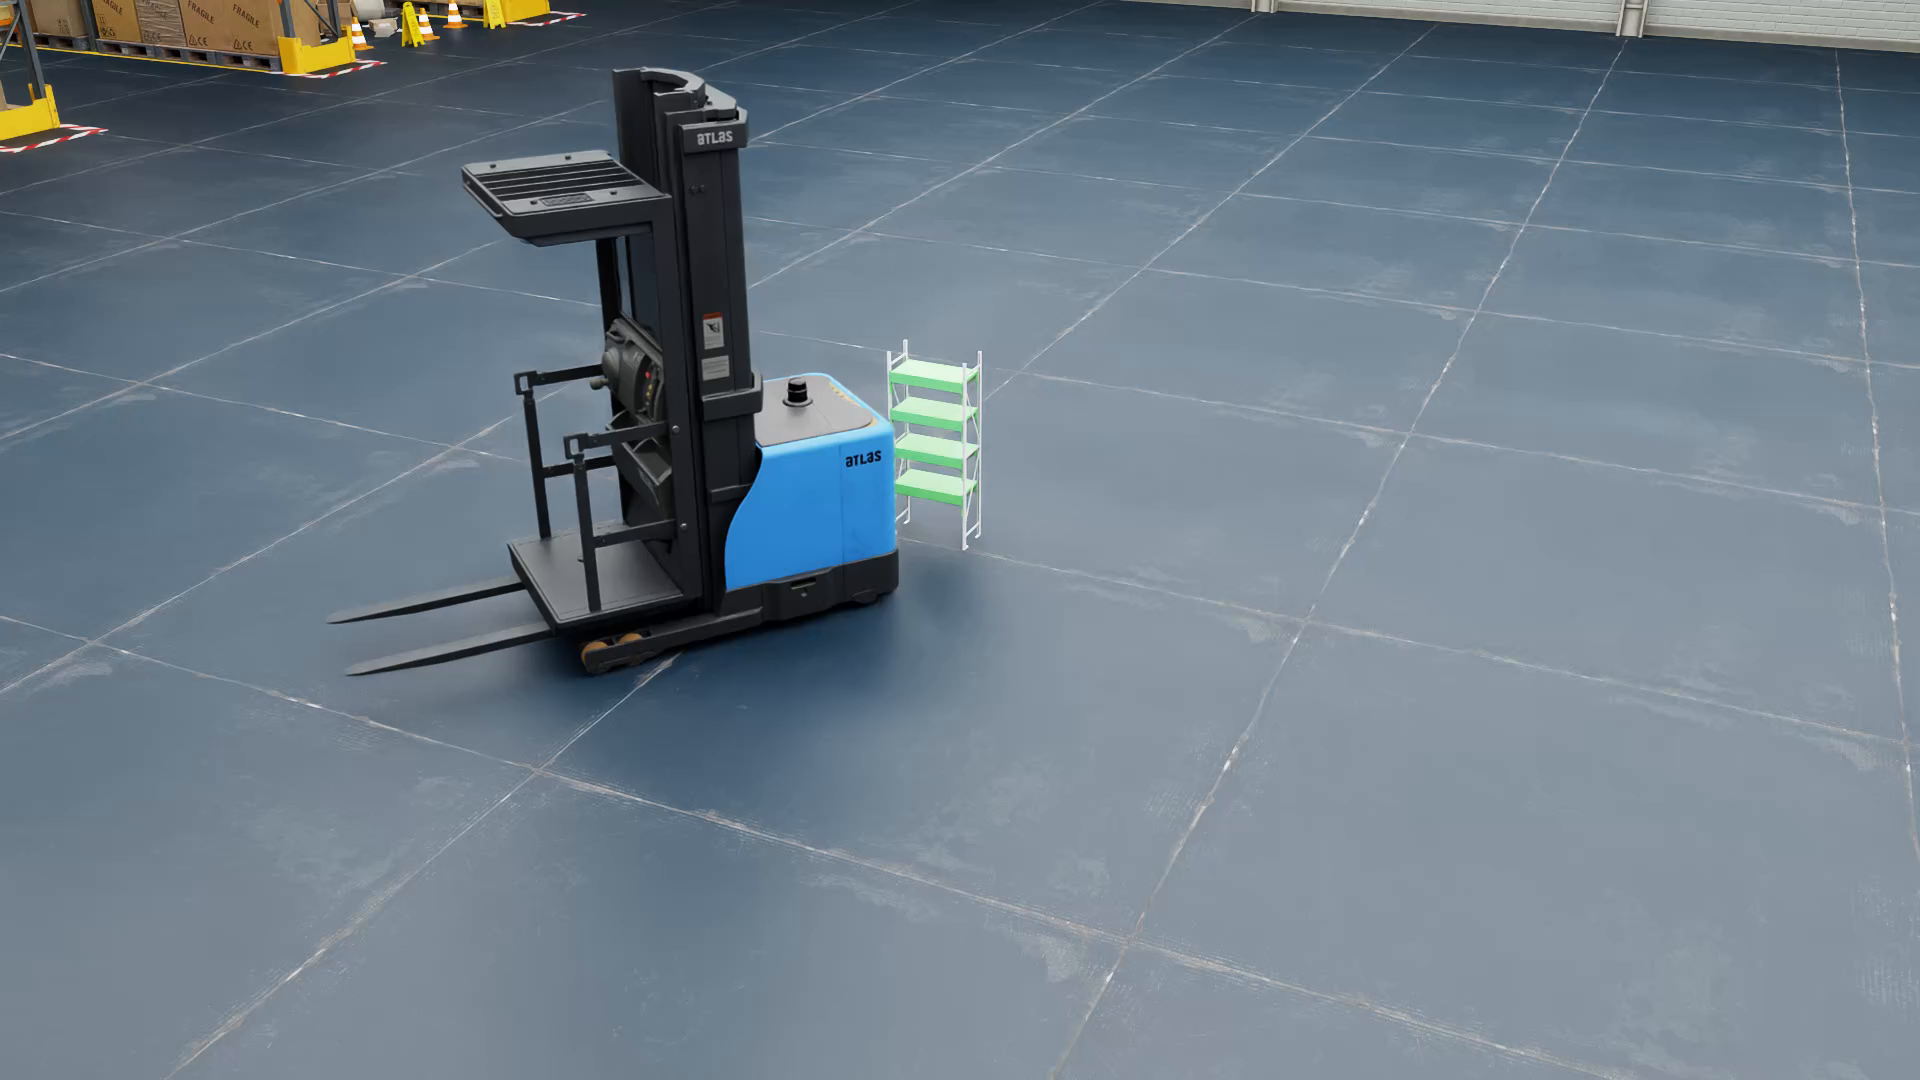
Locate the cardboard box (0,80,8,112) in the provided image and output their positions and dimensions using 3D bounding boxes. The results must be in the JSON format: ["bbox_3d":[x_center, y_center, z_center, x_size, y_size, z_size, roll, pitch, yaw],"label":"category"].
[{"bbox_3d":[-12.071,-5.474,20.326,0.500,0.500,0.500,17,31,31],"label":"cardboard box"}]

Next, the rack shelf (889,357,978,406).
[{"bbox_3d":[-0.151,-0.942,9.863,0.480,0.148,0.258,11,28,22],"label":"rack shelf"}]

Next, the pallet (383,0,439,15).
[{"bbox_3d":[-9.308,-9.420,29.144,1.213,0.211,1.003,11,28,22],"label":"pallet"}]

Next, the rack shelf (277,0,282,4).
[{"bbox_3d":[-11.185,-8.305,24.536,4.000,0.370,1.077,11,28,22],"label":"rack shelf"}]

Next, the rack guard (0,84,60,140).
[{"bbox_3d":[-11.579,-5.178,20.202,0.348,0.500,1.175,11,28,22],"label":"rack guard"}]

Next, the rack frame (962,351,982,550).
[{"bbox_3d":[0.071,-0.524,9.956,0.015,1.200,0.240,11,28,22],"label":"rack frame"}]

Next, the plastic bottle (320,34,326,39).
[{"bbox_3d":[-10.264,-8.027,26.485,0.283,0.061,0.133,2,26,4],"label":"plastic bottle"}]

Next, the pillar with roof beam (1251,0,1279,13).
[{"bbox_3d":[3.524,-11.523,23.467,0.400,9.000,9.100,11,28,22],"label":"pillar with roof beam"}]

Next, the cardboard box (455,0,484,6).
[{"bbox_3d":[-8.277,-9.269,28.319,0.500,0.250,0.500,11,28,22],"label":"cardboard box"}]

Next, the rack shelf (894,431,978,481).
[{"bbox_3d":[-0.151,-0.511,10.075,0.480,0.148,0.258,11,28,22],"label":"rack shelf"}]

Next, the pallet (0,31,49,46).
[{"bbox_3d":[-14.854,-8.075,26.413,1.213,0.211,1.003,11,28,22],"label":"pallet"}]

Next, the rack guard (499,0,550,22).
[{"bbox_3d":[-7.477,-9.163,28.295,0.348,0.500,1.175,11,28,22],"label":"rack guard"}]

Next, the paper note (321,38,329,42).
[{"bbox_3d":[-10.052,-7.891,26.244,0.142,0.017,0.144,23,35,39],"label":"paper note"}]

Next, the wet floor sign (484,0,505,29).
[{"bbox_3d":[-7.678,-8.749,27.290,0.232,0.644,0.267,23,35,39],"label":"wet floor sign"}]

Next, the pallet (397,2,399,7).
[{"bbox_3d":[-10.423,-9.642,29.596,1.213,0.211,1.003,11,28,22],"label":"pallet"}]

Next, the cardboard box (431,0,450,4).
[{"bbox_3d":[-8.723,-9.363,28.509,0.500,0.250,0.500,11,28,22],"label":"cardboard box"}]

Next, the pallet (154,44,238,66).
[{"bbox_3d":[-11.232,-7.349,24.938,1.213,0.211,1.003,11,28,22],"label":"pallet"}]

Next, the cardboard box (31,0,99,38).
[{"bbox_3d":[-13.608,-8.250,25.681,0.750,0.750,1.050,11,28,22],"label":"cardboard box"}]

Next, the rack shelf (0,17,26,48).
[{"bbox_3d":[-13.331,-6.329,20.523,4.000,0.370,1.077,11,28,22],"label":"rack shelf"}]

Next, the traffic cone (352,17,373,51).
[{"bbox_3d":[-9.260,-7.792,25.552,0.334,0.463,0.336,11,28,22],"label":"traffic cone"}]

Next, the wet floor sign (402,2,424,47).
[{"bbox_3d":[-8.519,-7.996,25.761,0.232,0.644,0.267,6,27,13],"label":"wet floor sign"}]

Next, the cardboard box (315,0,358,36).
[{"bbox_3d":[-10.055,-8.454,26.851,0.637,0.503,0.797,-7,27,-14],"label":"cardboard box"}]

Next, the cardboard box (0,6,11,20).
[{"bbox_3d":[-11.671,-6.321,19.977,0.250,0.149,0.380,11,28,22],"label":"cardboard box"}]

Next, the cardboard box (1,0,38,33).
[{"bbox_3d":[-14.485,-8.427,26.043,0.750,0.750,1.050,11,28,22],"label":"cardboard box"}]

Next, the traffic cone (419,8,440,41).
[{"bbox_3d":[-8.483,-8.184,26.348,0.334,0.463,0.336,11,28,22],"label":"traffic cone"}]

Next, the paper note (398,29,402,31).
[{"bbox_3d":[-9.092,-8.311,27.096,0.142,0.019,0.148,2,26,4],"label":"paper note"}]

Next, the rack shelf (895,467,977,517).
[{"bbox_3d":[-0.151,-0.296,10.181,0.480,0.148,0.258,11,28,22],"label":"rack shelf"}]

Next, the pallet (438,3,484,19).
[{"bbox_3d":[-8.202,-9.196,28.690,1.213,0.211,1.003,11,28,22],"label":"pallet"}]

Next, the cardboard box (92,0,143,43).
[{"bbox_3d":[-12.463,-8.085,25.206,0.875,0.875,0.875,12,29,23],"label":"cardboard box"}]

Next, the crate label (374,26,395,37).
[{"bbox_3d":[-9.225,-8.157,26.662,0.298,0.136,0.250,-2,26,-5],"label":"crate label"}]

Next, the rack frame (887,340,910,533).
[{"bbox_3d":[-0.373,-0.613,10.137,0.015,1.200,0.240,11,28,22],"label":"rack frame"}]

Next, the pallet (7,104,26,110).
[{"bbox_3d":[-12.304,-5.211,20.596,1.213,0.211,1.003,11,28,22],"label":"pallet"}]

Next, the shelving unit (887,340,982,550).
[{"bbox_3d":[-0.151,-0.569,10.046,0.503,1.200,0.258,11,28,22],"label":"shelving unit"}]

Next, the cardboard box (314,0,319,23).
[{"bbox_3d":[-10.909,-8.682,27.161,0.503,0.637,0.797,11,28,22],"label":"cardboard box"}]

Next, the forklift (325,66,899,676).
[{"bbox_3d":[-1.900,-0.873,8.705,3.031,2.935,1.130,-13,29,-24],"label":"forklift"}]

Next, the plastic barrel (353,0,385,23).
[{"bbox_3d":[-9.915,-8.884,27.814,0.512,0.421,0.421,-12,29,-23],"label":"plastic barrel"}]

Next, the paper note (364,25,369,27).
[{"bbox_3d":[-9.803,-8.521,27.536,0.142,0.019,0.148,23,35,39],"label":"paper note"}]

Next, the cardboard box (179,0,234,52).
[{"bbox_3d":[-10.811,-7.754,24.534,0.875,0.875,0.875,11,28,21],"label":"cardboard box"}]

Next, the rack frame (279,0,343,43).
[{"bbox_3d":[-9.365,-8.262,23.635,0.127,3.000,1.000,11,28,22],"label":"rack frame"}]

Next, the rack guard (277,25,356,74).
[{"bbox_3d":[-9.343,-7.136,24.178,0.348,0.500,1.175,11,28,22],"label":"rack guard"}]

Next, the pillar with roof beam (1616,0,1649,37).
[{"bbox_3d":[8.986,-10.426,21.239,0.400,9.000,9.100,11,28,22],"label":"pillar with roof beam"}]

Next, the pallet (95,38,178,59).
[{"bbox_3d":[-12.346,-7.572,25.390,1.213,0.211,1.003,11,28,22],"label":"pallet"}]

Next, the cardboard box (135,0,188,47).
[{"bbox_3d":[-11.640,-7.922,24.874,0.875,0.875,0.875,12,28,22],"label":"cardboard box"}]

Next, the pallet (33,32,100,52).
[{"bbox_3d":[-13.740,-7.853,25.961,1.213,0.211,1.003,11,28,22],"label":"pallet"}]

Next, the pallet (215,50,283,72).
[{"bbox_3d":[-10.125,-7.125,24.484,1.213,0.211,1.003,11,28,22],"label":"pallet"}]

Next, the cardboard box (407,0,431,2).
[{"bbox_3d":[-9.202,-9.456,28.698,0.500,0.250,0.500,10,28,20],"label":"cardboard box"}]

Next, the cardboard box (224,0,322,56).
[{"bbox_3d":[-10.010,-7.594,24.209,0.875,0.875,0.875,12,28,22],"label":"cardboard box"}]

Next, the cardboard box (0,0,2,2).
[{"bbox_3d":[-11.999,-6.576,19.760,0.500,0.500,0.875,11,28,22],"label":"cardboard box"}]

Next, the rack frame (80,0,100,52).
[{"bbox_3d":[-13.006,-8.993,25.120,0.127,3.000,1.000,11,28,22],"label":"rack frame"}]

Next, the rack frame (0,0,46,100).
[{"bbox_3d":[-11.510,-6.286,19.621,0.127,3.000,1.000,11,28,22],"label":"rack frame"}]

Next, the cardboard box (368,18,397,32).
[{"bbox_3d":[-9.436,-8.419,27.181,0.380,0.149,0.250,-18,31,-31],"label":"cardboard box"}]

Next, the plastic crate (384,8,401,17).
[{"bbox_3d":[-9.959,-9.075,28.592,0.583,0.080,0.402,2,26,4],"label":"plastic crate"}]

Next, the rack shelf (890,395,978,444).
[{"bbox_3d":[-0.151,-0.727,9.969,0.480,0.148,0.258,11,28,22],"label":"rack shelf"}]

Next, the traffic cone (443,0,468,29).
[{"bbox_3d":[-8.333,-8.692,27.381,0.334,0.463,0.336,11,28,22],"label":"traffic cone"}]
